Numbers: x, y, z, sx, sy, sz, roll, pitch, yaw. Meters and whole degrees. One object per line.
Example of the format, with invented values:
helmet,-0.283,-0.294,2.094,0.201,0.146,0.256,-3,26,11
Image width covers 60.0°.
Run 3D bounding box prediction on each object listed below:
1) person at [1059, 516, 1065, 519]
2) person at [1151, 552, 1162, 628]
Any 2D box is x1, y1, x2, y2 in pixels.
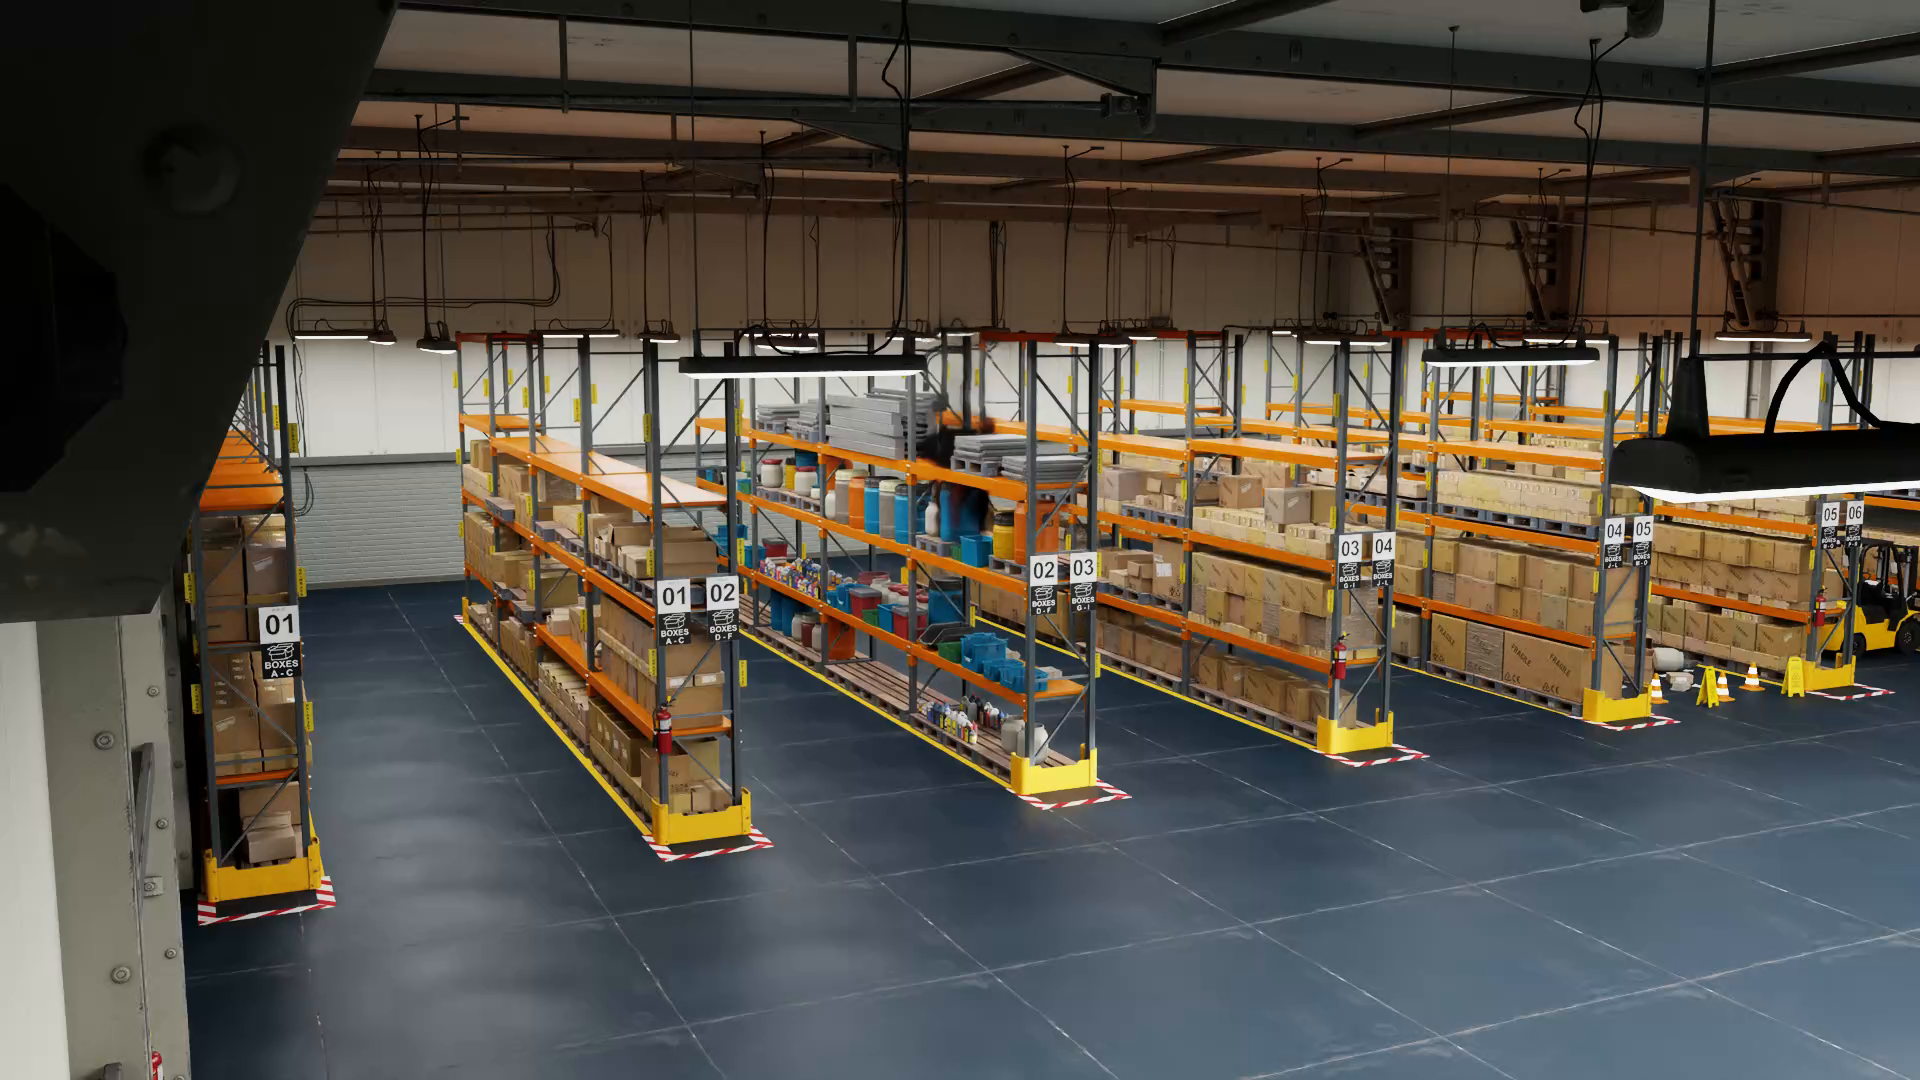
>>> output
person,2.336,0.208,39.584,0.656,1.598,0.576,-1,8,-7
person,3.775,1.060,32.955,0.562,1.707,0.857,-4,8,-24
